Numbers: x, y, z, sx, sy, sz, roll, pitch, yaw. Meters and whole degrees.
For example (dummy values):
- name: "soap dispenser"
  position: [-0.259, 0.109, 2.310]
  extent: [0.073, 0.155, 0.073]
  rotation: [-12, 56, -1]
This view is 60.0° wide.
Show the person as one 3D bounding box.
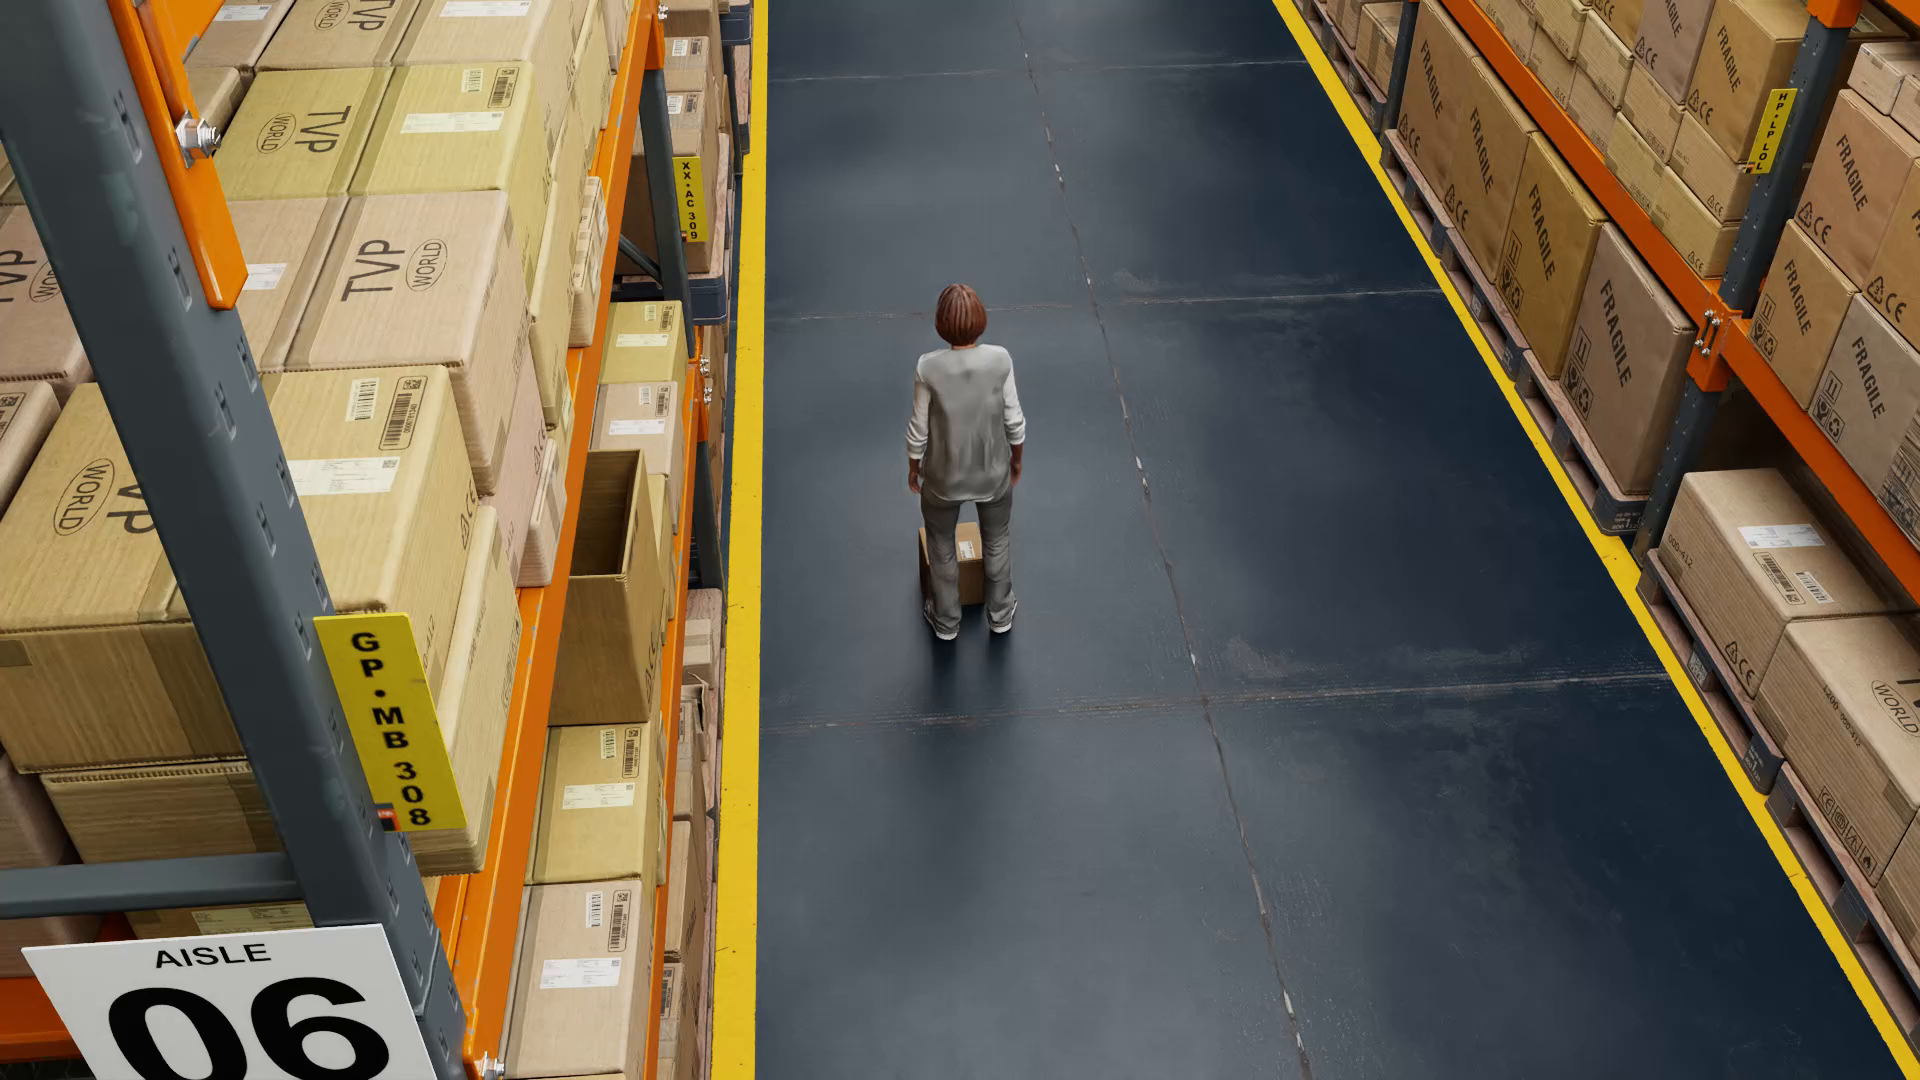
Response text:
- name: "person"
  position: [0.022, -0.260, 6.478]
  extent: [0.462, 1.592, 0.344]
  rotation: [-5, 40, -6]
